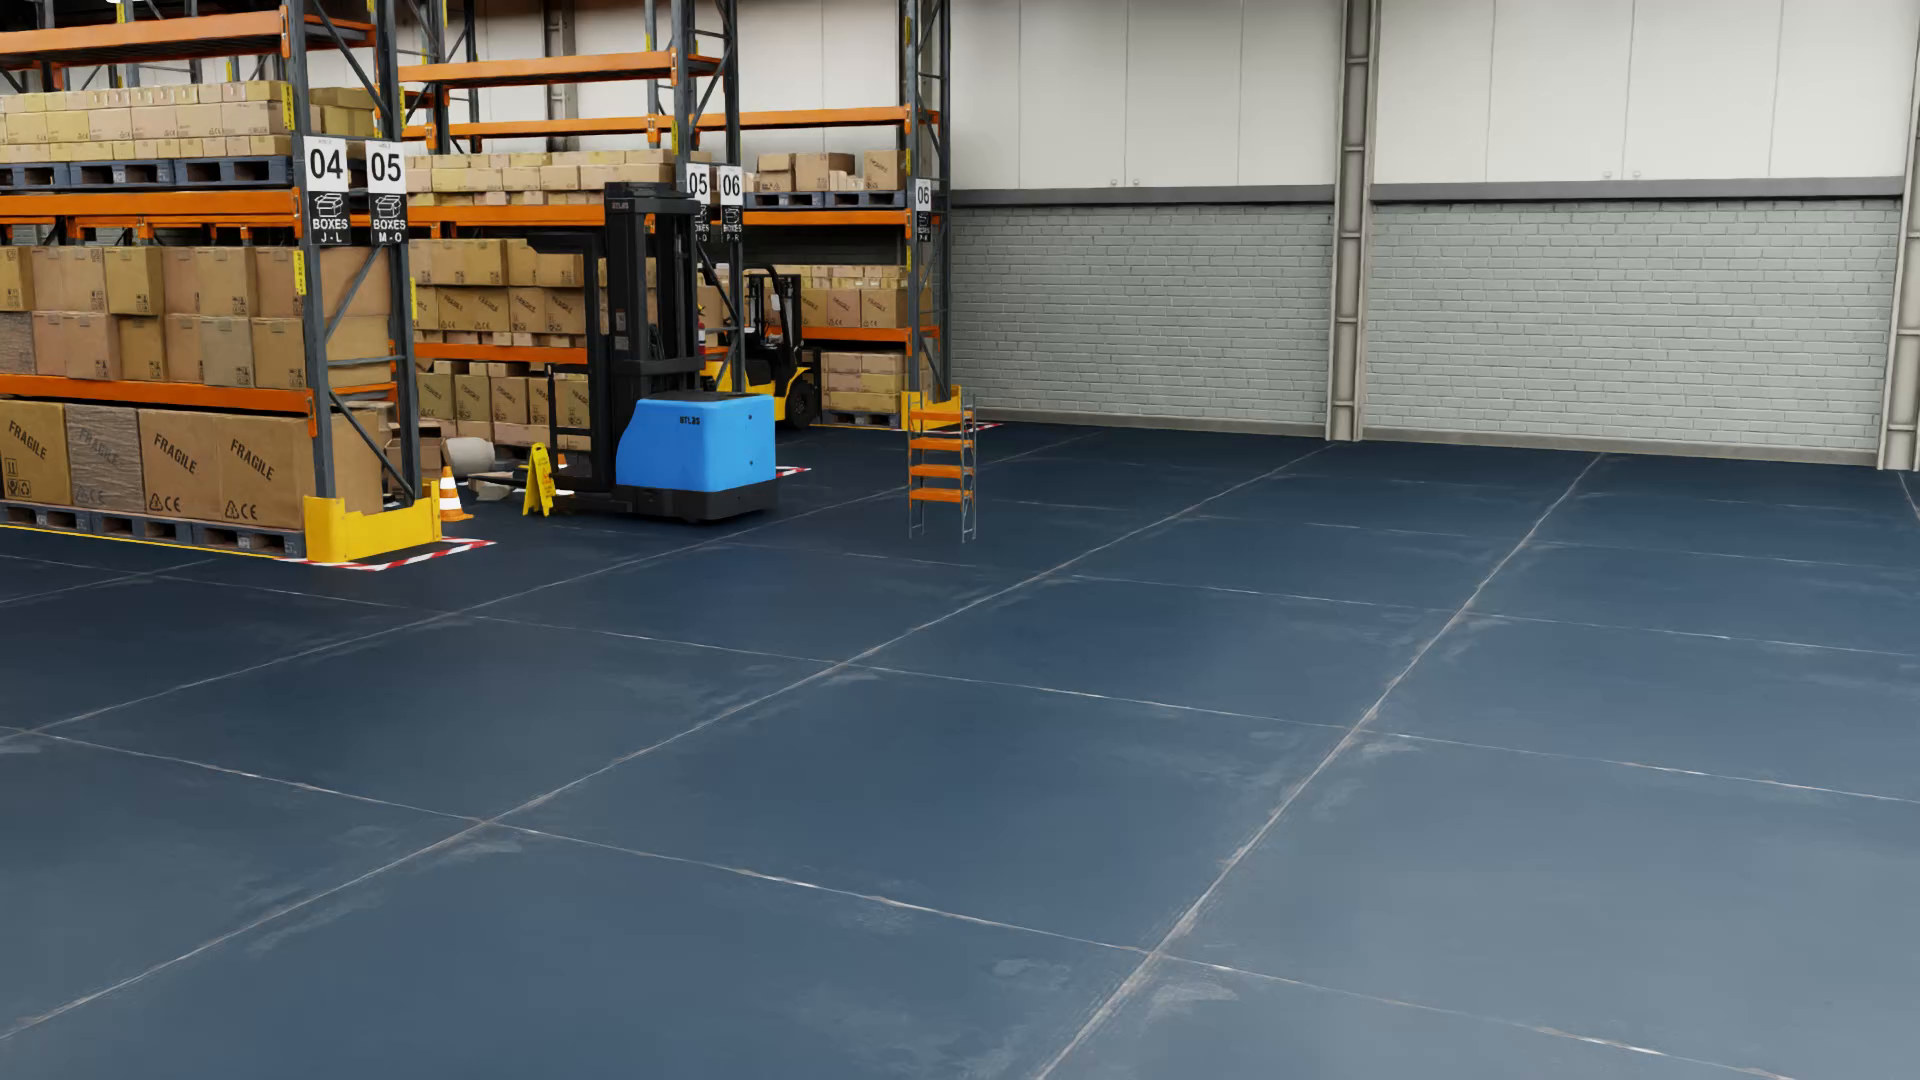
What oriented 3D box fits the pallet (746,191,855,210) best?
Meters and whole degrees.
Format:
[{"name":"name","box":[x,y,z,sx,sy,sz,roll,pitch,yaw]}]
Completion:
[{"name":"pallet","box":[-2.119,-4.582,22.451,1.213,0.211,1.003,5,11,26]}]

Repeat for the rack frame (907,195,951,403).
[{"name":"rack frame","box":[-0.399,-2.994,21.849,0.127,3.000,1.000,5,11,26]}]

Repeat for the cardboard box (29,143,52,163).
[{"name":"cardboard box","box":[-7.422,-3.183,13.717,0.250,0.149,0.380,5,11,25]}]

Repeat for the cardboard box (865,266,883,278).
[{"name":"cardboard box","box":[-1.048,-3.518,21.806,0.250,0.149,0.380,5,11,26]}]

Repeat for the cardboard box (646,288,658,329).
[{"name":"cardboard box","box":[-3.200,-2.395,17.425,0.500,0.500,0.500,5,11,25]}]

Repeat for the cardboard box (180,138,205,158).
[{"name":"cardboard box","box":[-5.822,-3.043,12.942,0.250,0.149,0.380,5,11,26]}]

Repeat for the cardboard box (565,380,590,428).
[{"name":"cardboard box","box":[-3.895,-1.485,17.951,0.500,0.500,0.500,6,12,28]}]

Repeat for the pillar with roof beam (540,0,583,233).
[{"name":"pillar with roof beam","box":[-7.910,-5.930,21.227,0.400,9.000,9.100,5,11,26]}]

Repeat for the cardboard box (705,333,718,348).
[{"name":"cardboard box","box":[-2.805,-2.137,17.820,0.250,0.149,0.380,5,11,26]}]

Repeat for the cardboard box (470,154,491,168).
[{"name":"cardboard box","box":[-5.093,-4.109,18.056,0.250,0.149,0.380,5,11,24]}]

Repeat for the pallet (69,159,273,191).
[{"name":"pallet","box":[-6.459,-2.987,13.640,1.213,0.211,1.003,5,11,26]}]

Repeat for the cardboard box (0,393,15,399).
[{"name":"cardboard box","box":[-12.762,-2.271,22.645,0.875,0.875,0.875,5,12,28]}]

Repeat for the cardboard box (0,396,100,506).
[{"name":"cardboard box","box":[-7.745,-0.818,14.613,0.875,0.875,0.875,5,11,27]}]

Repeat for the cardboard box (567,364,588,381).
[{"name":"cardboard box","box":[-4.008,-1.803,17.882,0.250,0.149,0.380,5,12,27]}]

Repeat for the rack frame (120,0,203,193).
[{"name":"rack frame","box":[-9.766,-5.783,20.416,0.127,3.000,1.000,5,11,26]}]

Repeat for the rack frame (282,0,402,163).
[{"name":"rack frame","box":[-4.691,-4.354,12.521,0.127,3.000,1.000,5,11,26]}]

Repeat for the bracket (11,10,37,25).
[{"name":"bracket","box":[-16.551,-9.245,29.436,0.430,0.232,0.235,5,11,26]}]

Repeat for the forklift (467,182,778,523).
[{"name":"forklift","box":[-3.198,-1.748,15.161,3.031,2.935,1.130,5,12,28]}]

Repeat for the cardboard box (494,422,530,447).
[{"name":"cardboard box","box":[-4.809,-1.198,18.470,0.500,0.250,0.500,5,11,25]}]

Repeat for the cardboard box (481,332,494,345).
[{"name":"cardboard box","box":[-5.078,-2.248,18.431,0.250,0.149,0.380,5,11,26]}]

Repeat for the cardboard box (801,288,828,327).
[{"name":"cardboard box","box":[-1.877,-3.123,22.280,0.500,0.500,0.500,5,11,25]}]

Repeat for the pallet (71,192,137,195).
[{"name":"pallet","box":[-10.367,-4.257,20.934,1.003,0.211,1.213,6,12,28]}]

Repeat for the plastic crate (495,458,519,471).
[{"name":"plastic crate","box":[-5.134,-0.825,18.062,0.583,0.080,0.402,1,10,6]}]

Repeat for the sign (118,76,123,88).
[{"name":"sign","box":[-14.483,-7.831,28.665,0.005,0.325,0.100,5,11,26]}]

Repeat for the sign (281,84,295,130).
[{"name":"sign","box":[-4.944,-3.189,12.244,0.005,0.325,0.100,5,11,26]}]

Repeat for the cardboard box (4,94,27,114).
[{"name":"cardboard box","box":[-7.646,-3.595,13.756,0.250,0.149,0.380,5,11,25]}]

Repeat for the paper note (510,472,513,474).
[{"name":"paper note","box":[-4.807,-0.709,17.562,0.148,0.019,0.142,1,10,6]}]

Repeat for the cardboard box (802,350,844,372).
[{"name":"cardboard box","box":[-1.867,-2.403,22.321,0.500,0.250,0.500,5,11,27]}]

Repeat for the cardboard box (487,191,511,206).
[{"name":"cardboard box","box":[-4.890,-3.689,17.973,0.250,0.149,0.380,5,11,25]}]

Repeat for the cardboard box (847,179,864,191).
[{"name":"cardboard box","box":[-1.276,-4.619,21.651,0.250,0.149,0.380,5,11,24]}]

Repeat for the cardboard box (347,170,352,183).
[{"name":"cardboard box","box":[-6.767,-4.148,19.044,0.500,0.250,0.500,5,11,25]}]

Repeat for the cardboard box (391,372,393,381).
[{"name":"cardboard box","box":[-8.492,-2.641,25.739,0.500,0.500,0.500,5,11,25]}]

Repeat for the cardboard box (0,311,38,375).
[{"name":"cardboard box","box":[-7.942,-1.764,14.633,0.550,0.550,0.875,5,11,26]}]

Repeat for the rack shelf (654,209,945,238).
[{"name":"rack shelf","box":[-2.192,-4.273,22.517,4.000,0.370,1.077,5,11,26]}]

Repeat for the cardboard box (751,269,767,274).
[{"name":"cardboard box","box":[-2.641,-3.662,22.606,0.250,0.149,0.380,5,11,26]}]

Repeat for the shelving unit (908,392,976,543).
[{"name":"shelving unit","box":[-0.148,-0.603,13.695,0.503,1.200,0.258,5,11,26]}]

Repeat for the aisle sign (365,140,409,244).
[{"name":"aisle sign","box":[-4.495,-2.724,13.058,0.004,0.787,0.394,5,11,26]}]

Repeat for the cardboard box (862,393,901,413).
[{"name":"cardboard box","box":[-0.960,-1.834,21.983,0.500,0.250,0.500,5,11,26]}]

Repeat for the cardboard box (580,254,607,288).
[{"name":"cardboard box","box":[-3.597,-2.935,17.600,0.500,0.500,0.700,5,11,26]}]

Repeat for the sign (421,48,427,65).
[{"name":"sign","box":[-7.804,-6.987,24.225,0.005,0.325,0.100,5,11,26]}]

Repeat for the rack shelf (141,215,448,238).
[{"name":"rack shelf","box":[-7.972,-3.796,19.877,4.000,0.370,1.077,5,11,26]}]

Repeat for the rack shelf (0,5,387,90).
[{"name":"rack shelf","box":[-6.485,-3.961,13.492,4.000,0.370,1.077,5,11,26]}]

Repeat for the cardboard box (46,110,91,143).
[{"name":"cardboard box","box":[-7.058,-3.359,13.573,0.500,0.250,0.500,5,11,25]}]

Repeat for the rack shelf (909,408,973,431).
[{"name":"rack shelf","box":[-0.148,-0.990,13.625,0.480,0.148,0.258,5,11,26]}]

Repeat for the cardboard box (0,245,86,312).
[{"name":"cardboard box","box":[-7.963,-2.288,14.496,0.550,0.550,0.875,5,11,26]}]

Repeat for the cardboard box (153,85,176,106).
[{"name":"cardboard box","box":[-6.053,-3.455,12.983,0.250,0.149,0.380,5,11,26]}]

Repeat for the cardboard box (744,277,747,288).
[{"name":"cardboard box","box":[-2.914,-3.522,22.665,0.250,0.149,0.380,5,11,25]}]

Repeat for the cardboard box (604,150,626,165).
[{"name":"cardboard box","box":[-3.477,-3.969,17.279,0.250,0.149,0.380,5,11,25]}]

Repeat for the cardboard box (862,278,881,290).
[{"name":"cardboard box","box":[-1.076,-3.360,21.771,0.250,0.149,0.380,5,12,27]}]

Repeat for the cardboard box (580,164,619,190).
[{"name":"cardboard box","box":[-3.615,-3.789,17.404,0.500,0.250,0.500,5,11,25]}]
